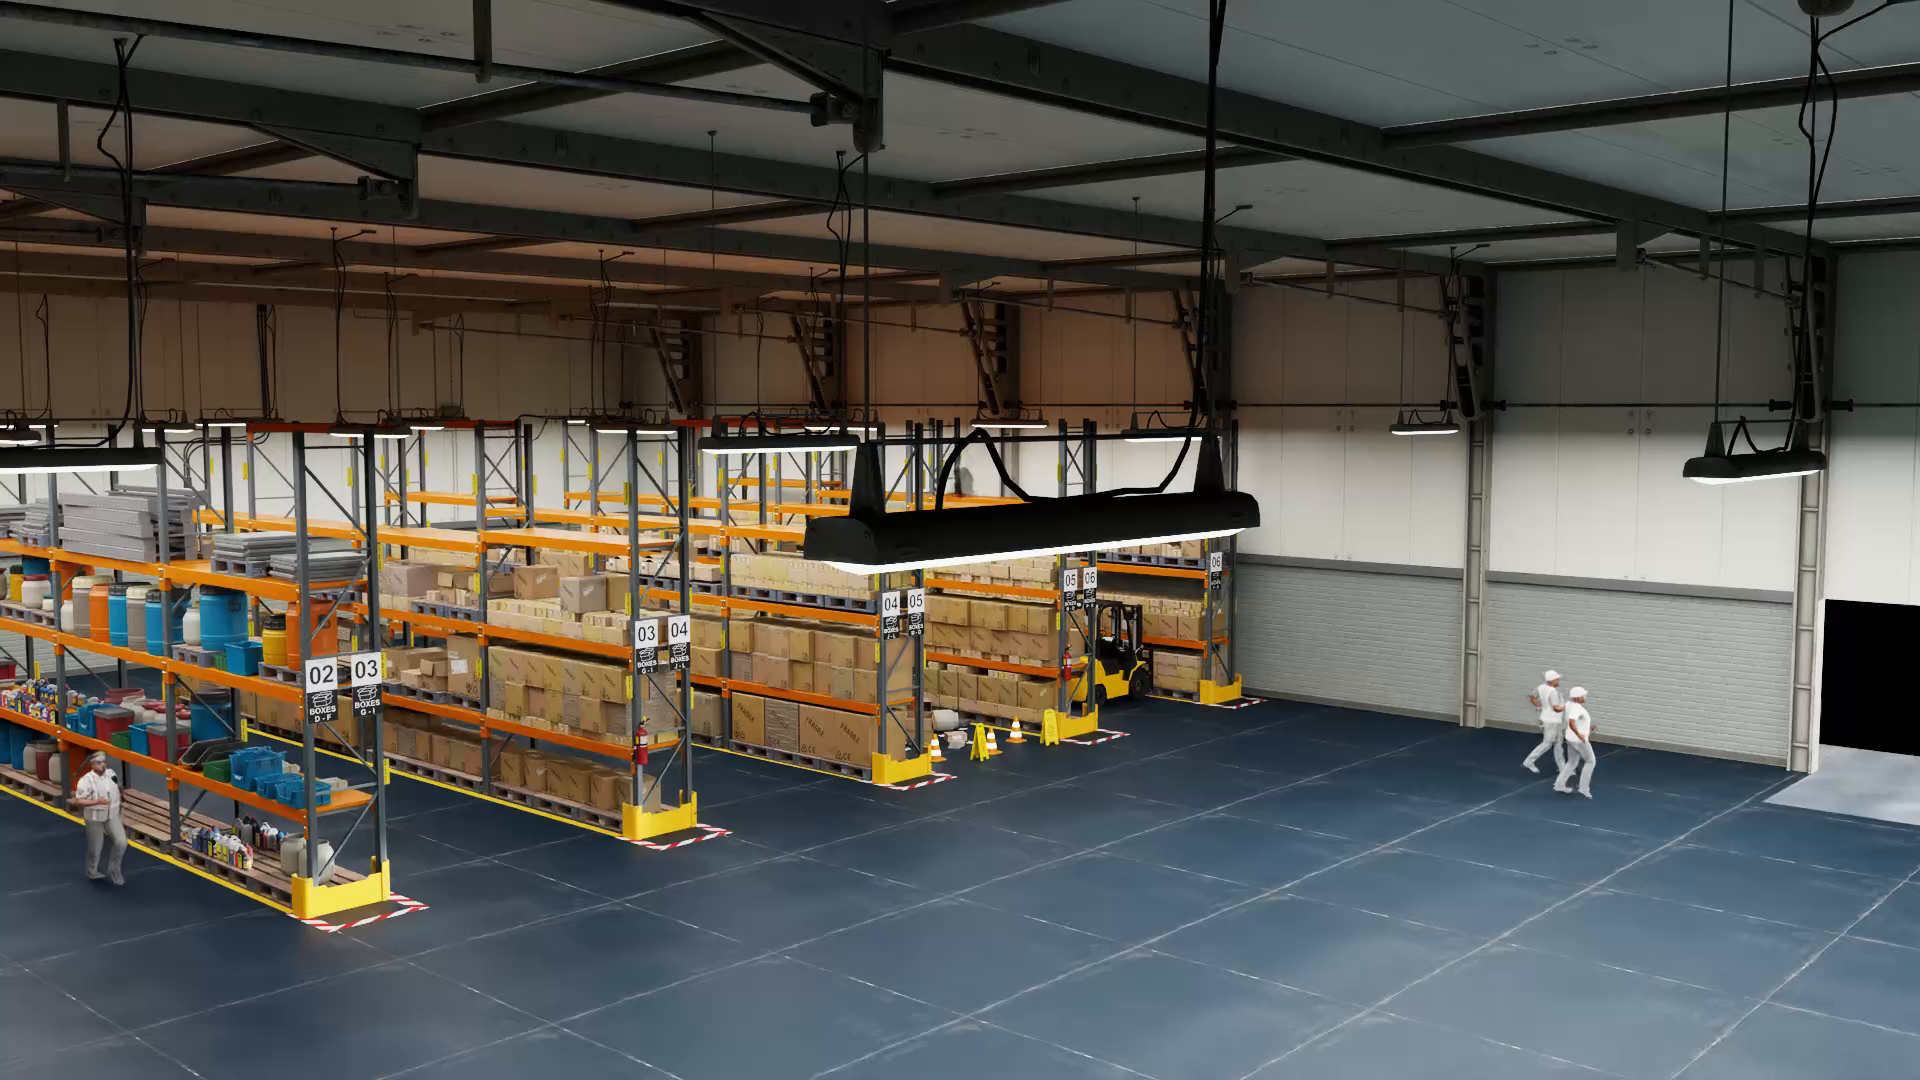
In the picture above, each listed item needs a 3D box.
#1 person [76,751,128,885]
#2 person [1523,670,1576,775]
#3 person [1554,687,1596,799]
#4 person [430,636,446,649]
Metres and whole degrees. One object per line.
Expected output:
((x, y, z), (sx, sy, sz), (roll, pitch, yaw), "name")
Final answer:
((-11.285, 3.676, 21.883), (0.767, 1.839, 0.638), (4, 6, 38), "person")
((10.040, 3.107, 28.240), (0.923, 1.803, 0.675), (0, 5, 6), "person")
((9.941, 3.277, 26.803), (0.670, 1.836, 0.695), (0, 5, -2), "person")
((-12.834, 2.201, 40.567), (0.590, 1.625, 0.762), (3, 5, 32), "person")
